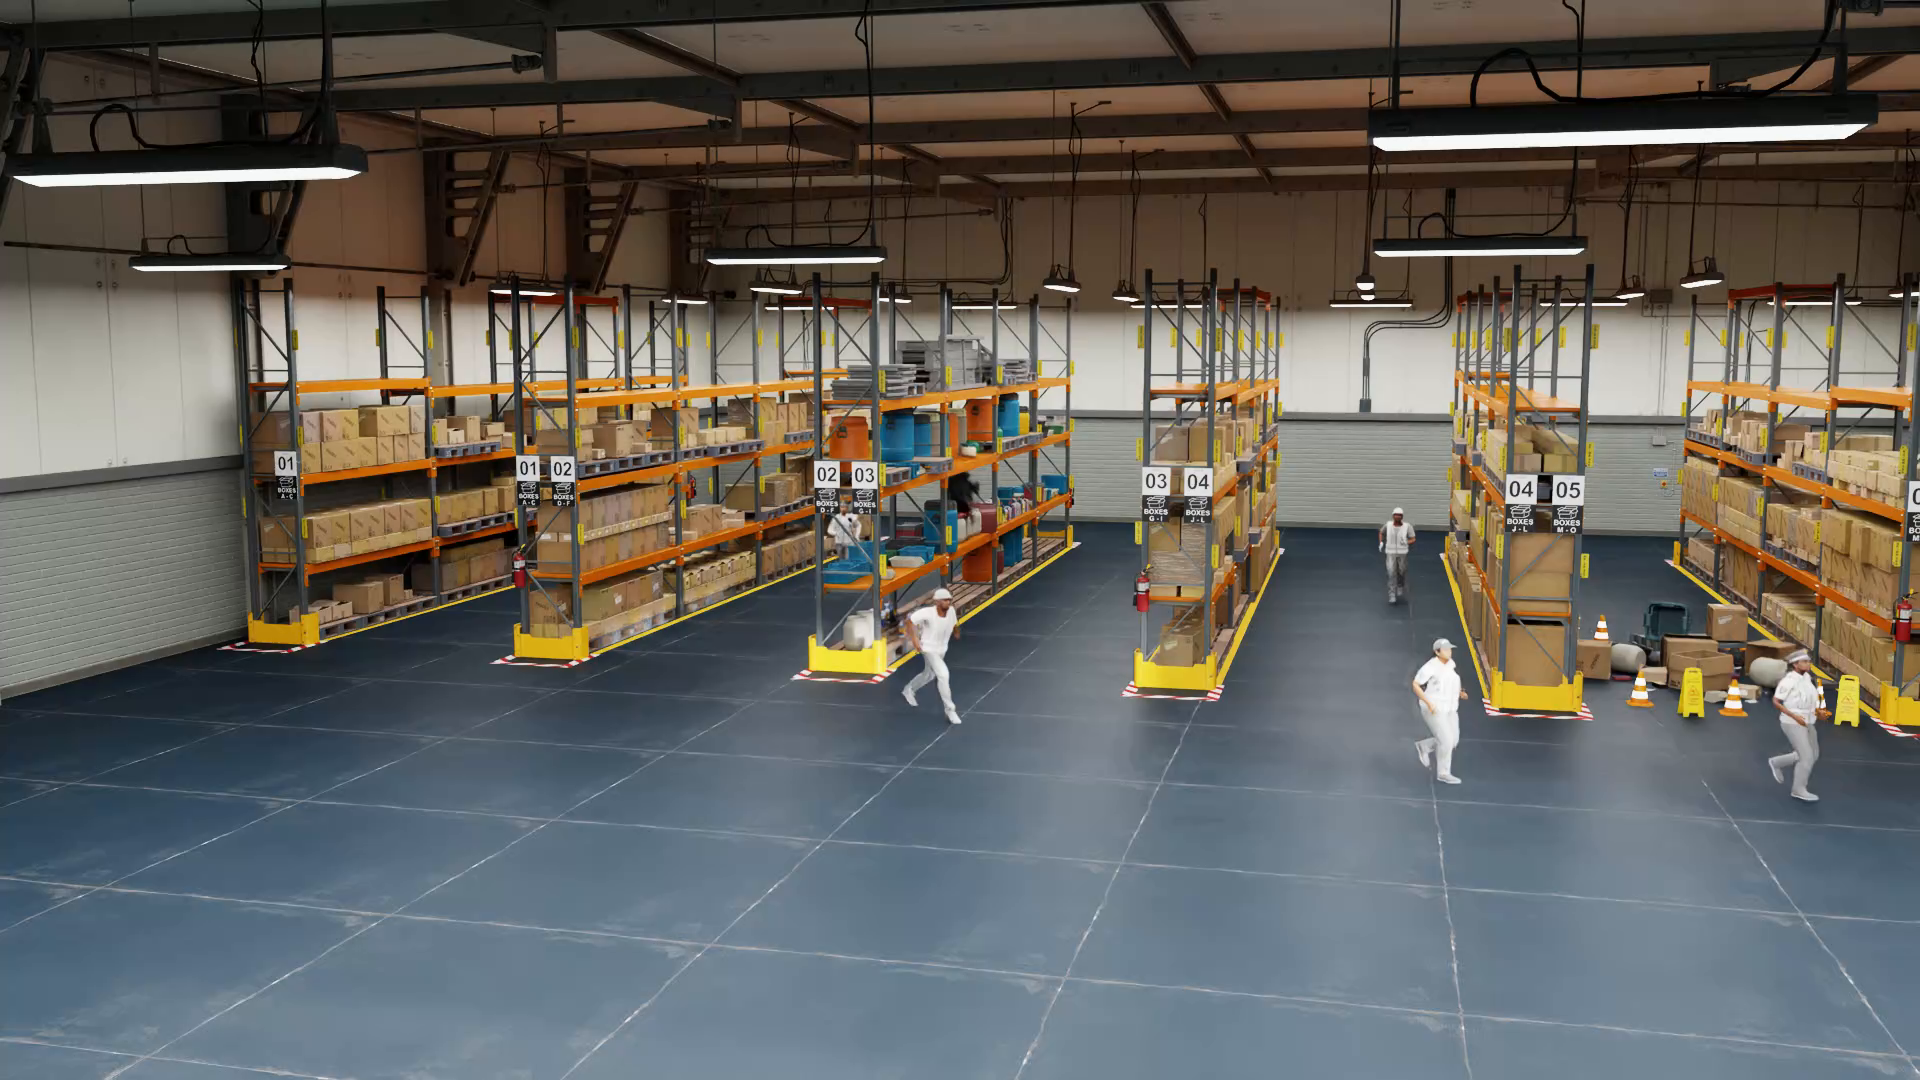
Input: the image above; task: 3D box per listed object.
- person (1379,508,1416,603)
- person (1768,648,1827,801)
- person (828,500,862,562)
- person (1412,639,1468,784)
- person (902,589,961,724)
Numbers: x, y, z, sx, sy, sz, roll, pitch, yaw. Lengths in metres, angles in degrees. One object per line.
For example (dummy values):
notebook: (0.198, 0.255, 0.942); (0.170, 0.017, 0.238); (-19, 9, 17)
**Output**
person: (8.393, 0.266, 31.968); (0.692, 1.781, 0.930); (2, 7, 15)
person: (9.172, 2.001, 18.266); (0.577, 1.648, 0.624); (-4, 8, -32)
person: (-2.179, 0.100, 31.348); (0.603, 1.738, 0.860); (1, 7, 5)
person: (5.447, 1.924, 18.987); (0.609, 1.630, 0.711); (-4, 8, -33)
person: (-0.377, 1.500, 22.133); (1.091, 1.767, 0.700); (6, 9, 40)
